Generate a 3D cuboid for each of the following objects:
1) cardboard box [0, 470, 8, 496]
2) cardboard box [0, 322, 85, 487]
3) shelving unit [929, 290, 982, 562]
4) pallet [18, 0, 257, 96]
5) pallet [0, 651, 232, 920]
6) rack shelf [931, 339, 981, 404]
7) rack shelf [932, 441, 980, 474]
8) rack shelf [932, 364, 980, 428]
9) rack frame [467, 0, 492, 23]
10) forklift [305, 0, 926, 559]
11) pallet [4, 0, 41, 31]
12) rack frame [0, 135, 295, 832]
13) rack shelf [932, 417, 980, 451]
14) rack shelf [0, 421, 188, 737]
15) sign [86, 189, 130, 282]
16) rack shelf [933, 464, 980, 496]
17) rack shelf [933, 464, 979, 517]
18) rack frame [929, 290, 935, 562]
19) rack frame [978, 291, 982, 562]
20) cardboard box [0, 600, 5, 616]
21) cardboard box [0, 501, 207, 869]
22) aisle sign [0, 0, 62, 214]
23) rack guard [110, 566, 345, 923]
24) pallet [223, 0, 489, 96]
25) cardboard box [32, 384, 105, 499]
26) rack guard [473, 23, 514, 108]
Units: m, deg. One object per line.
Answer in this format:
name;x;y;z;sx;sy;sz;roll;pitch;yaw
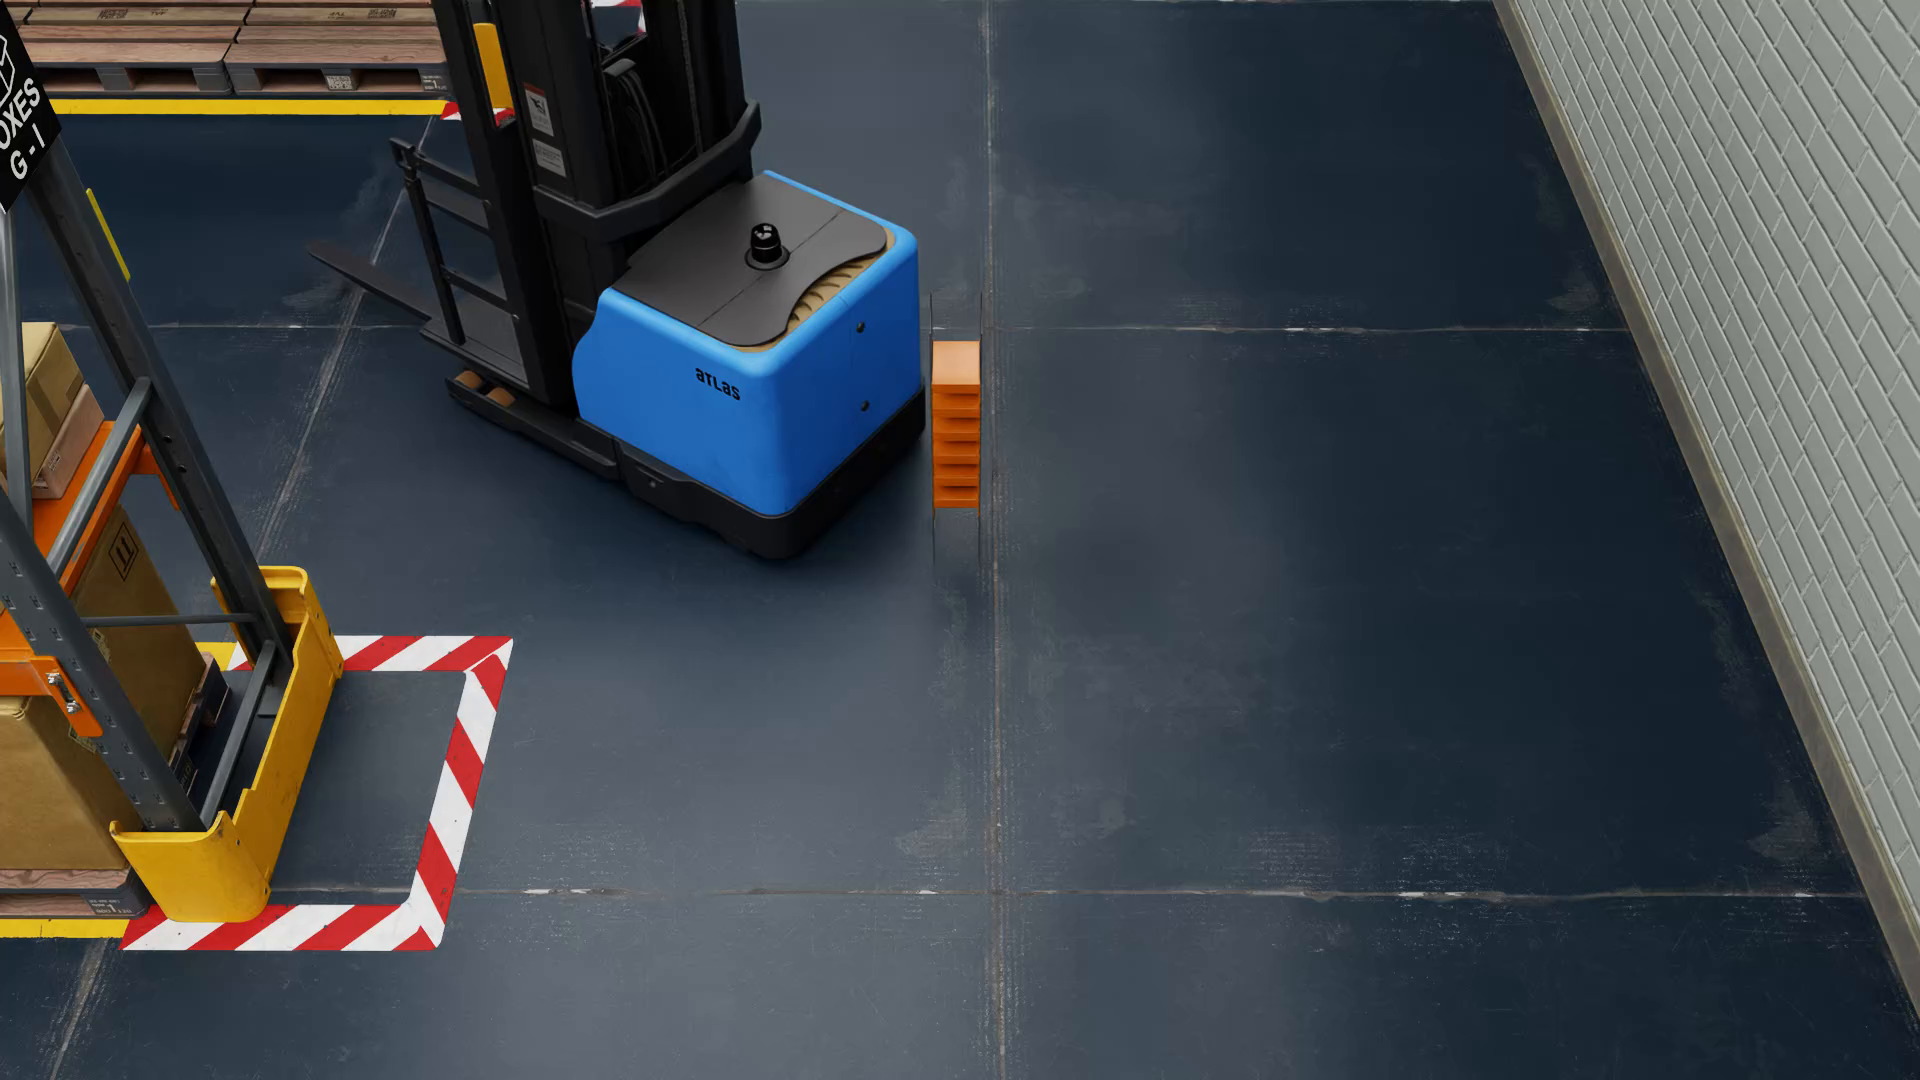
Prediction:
cardboard box;-3.046;-0.014;4.694;0.500;0.250;0.500;-1;47;0
cardboard box;-3.039;-0.406;5.059;0.500;0.250;0.500;-1;47;-1
shelving unit;-0.014;-0.409;6.392;0.189;1.200;0.258;0;47;0
pallet;-4.583;-2.868;9.356;1.213;0.211;1.003;0;47;0
pallet;-3.360;0.848;5.897;1.213;0.211;1.003;0;47;0
rack shelf;-0.014;-0.624;6.161;0.180;0.103;0.258;0;47;0
rack shelf;-0.014;-0.379;6.424;0.180;0.103;0.258;0;47;0
rack shelf;-0.014;-0.542;6.248;0.180;0.103;0.258;0;47;0
rack frame;-2.542;-3.782;8.302;0.127;3.000;1.000;0;47;0
forklift;-1.649;-1.790;6.495;3.031;2.935;1.130;27;53;23
pallet;-5.806;-2.869;9.357;1.213;0.211;1.003;0;47;0
rack frame;-2.560;-0.157;4.927;0.127;3.000;1.000;0;47;0
rack shelf;-0.014;-0.460;6.336;0.180;0.103;0.258;0;47;0
rack shelf;-4.560;0.083;5.196;4.000;0.370;1.077;0;47;0
sign;-2.552;-0.885;4.960;0.005;0.325;0.100;0;47;0
rack shelf;-0.014;-0.297;6.512;0.180;0.103;0.258;0;47;0
rack shelf;-0.014;-0.215;6.600;0.180;0.103;0.258;0;47;0
rack frame;-0.106;-0.409;6.392;0.006;1.200;0.240;0;47;0
rack frame;0.077;-0.409;6.391;0.006;1.200;0.240;0;47;0
cardboard box;-2.918;0.169;4.796;0.250;0.149;0.380;1;47;1
cardboard box;-3.201;0.481;5.499;0.875;0.875;0.875;0;47;0
aisle sign;-2.487;-1.262;4.180;0.004;0.787;0.394;0;47;0
rack guard;-2.536;0.695;5.842;0.348;0.500;1.175;0;47;0
pallet;-3.366;-2.863;9.351;1.213;0.211;1.003;0;47;0
cardboard box;-2.914;-0.314;5.245;0.250;0.149;0.380;1;47;1
rack guard;-2.518;-2.940;9.226;0.348;0.500;1.175;0;47;0
